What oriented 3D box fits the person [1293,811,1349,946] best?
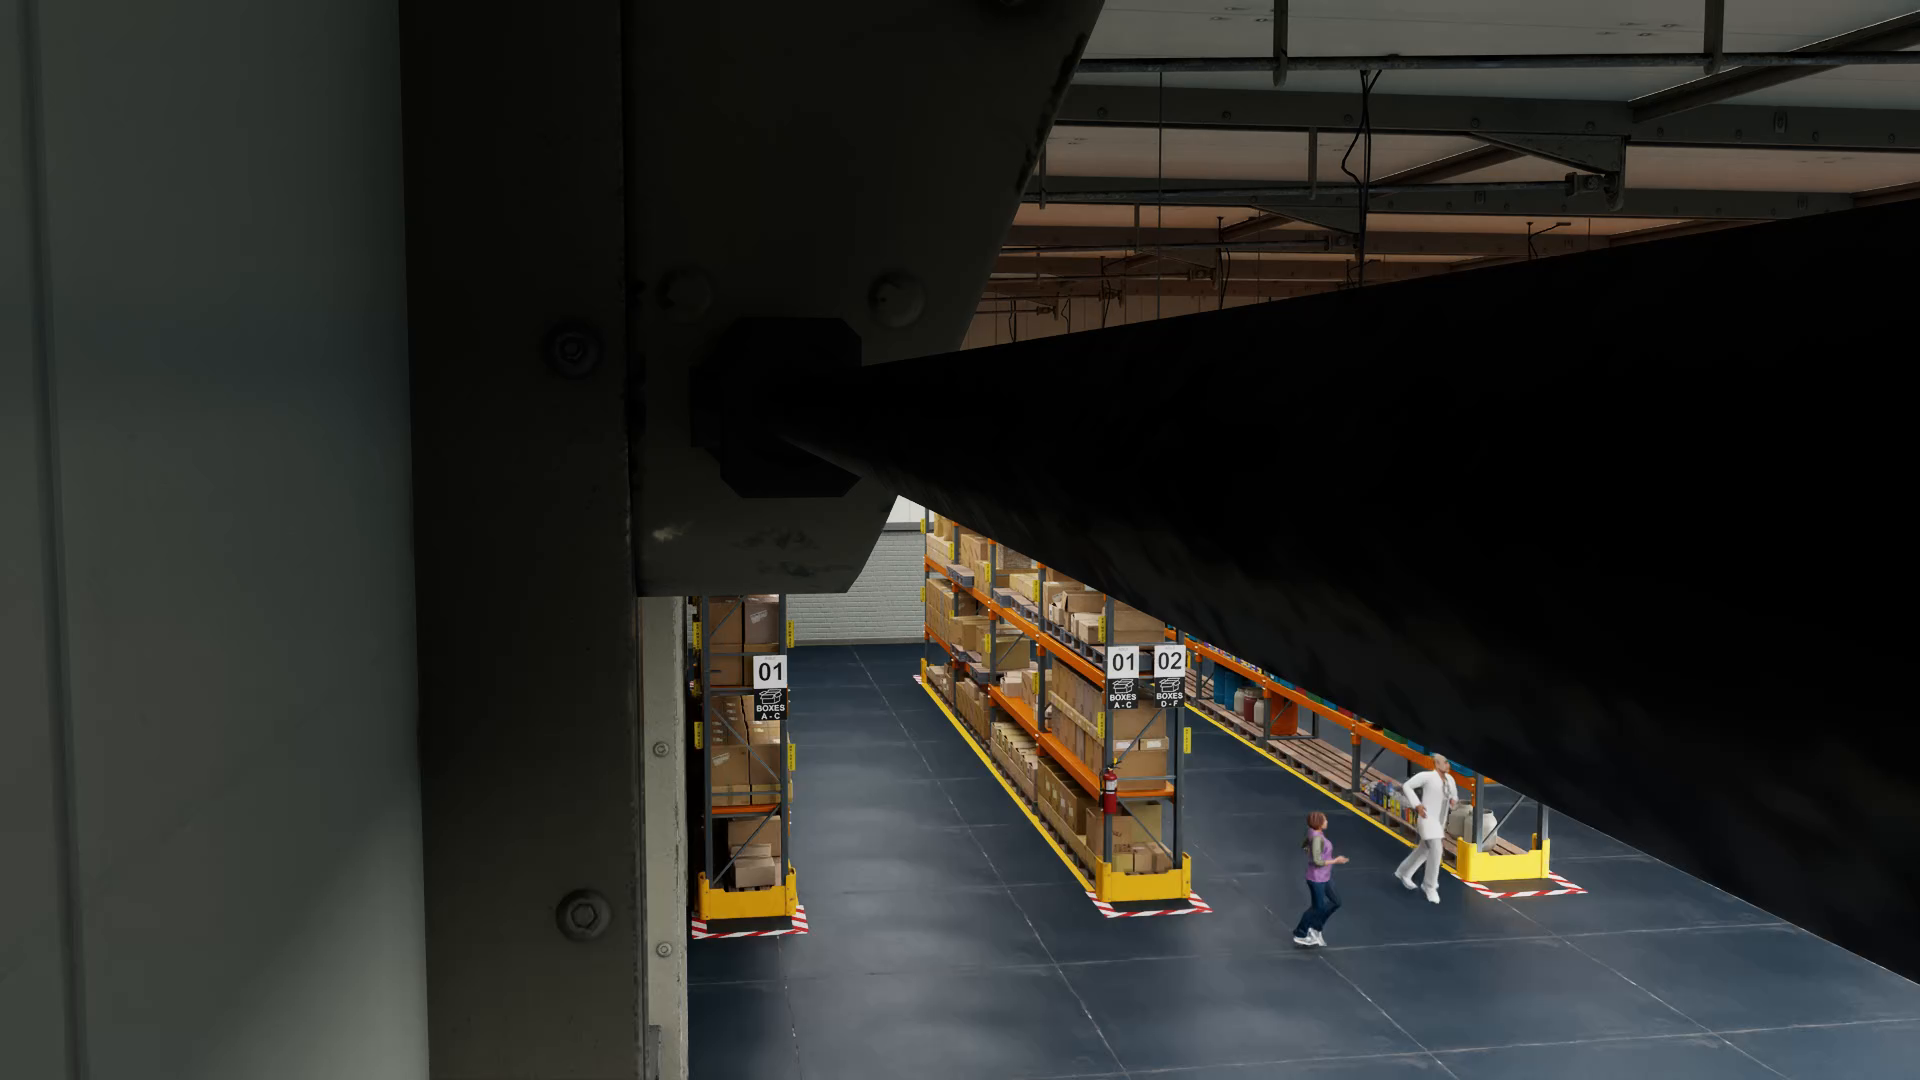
[{"bbox_3d":[4.121,3.869,18.957,0.614,1.594,0.516,2,5,18],"label":"person"}]

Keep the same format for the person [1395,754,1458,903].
[{"bbox_3d":[5.969,3.610,21.148,0.708,1.834,0.800,-4,6,-38],"label":"person"}]
